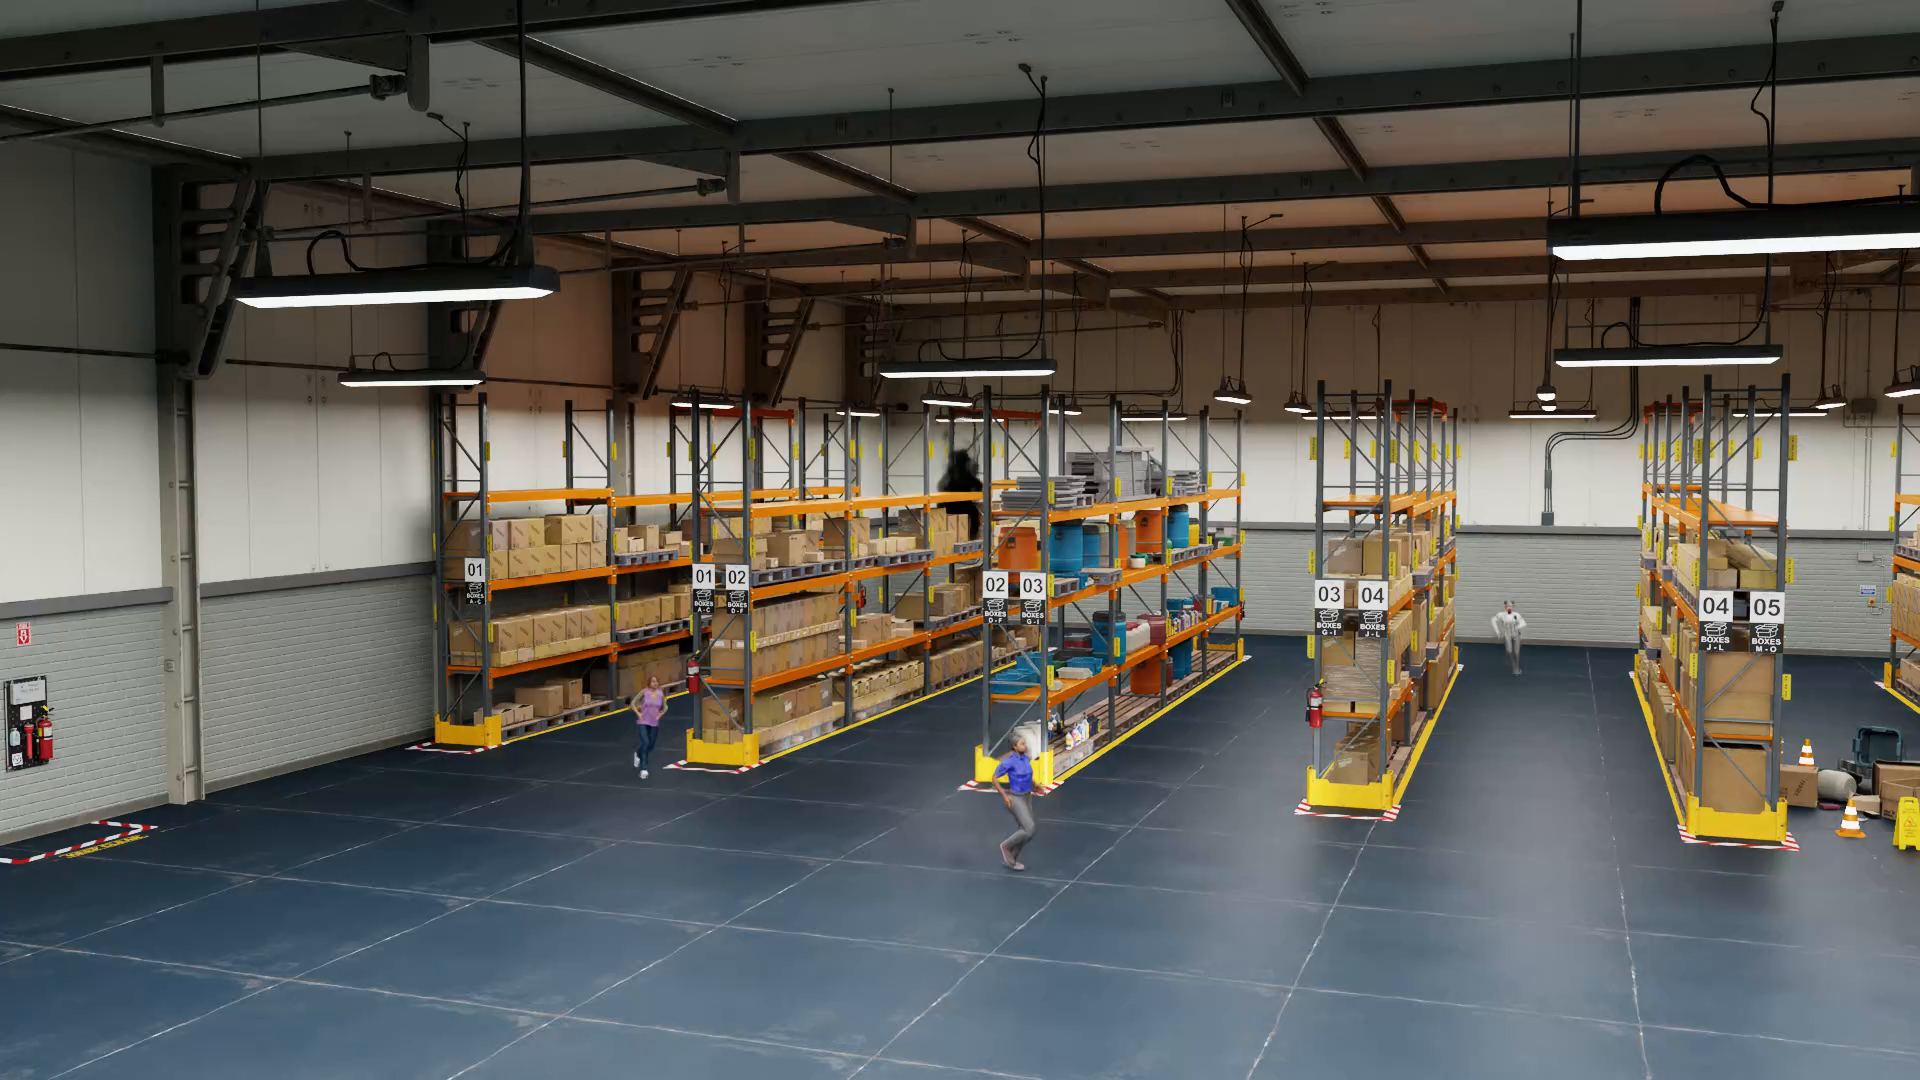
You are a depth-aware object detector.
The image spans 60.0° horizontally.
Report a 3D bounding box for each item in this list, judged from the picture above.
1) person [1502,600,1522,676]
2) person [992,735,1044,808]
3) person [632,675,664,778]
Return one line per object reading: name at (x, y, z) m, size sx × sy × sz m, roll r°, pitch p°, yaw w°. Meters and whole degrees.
person at (12.381, 2.187, 37.292) m, size 0.468 × 1.690 × 0.625 m, roll 1°, pitch 3°, yaw 10°
person at (0.749, 2.744, 19.789) m, size 0.566 × 0.838 × 0.560 m, roll 2°, pitch 4°, yaw 36°
person at (-4.847, 2.874, 25.826) m, size 0.525 × 1.559 × 0.687 m, roll -2°, pitch 3°, yaw -26°
